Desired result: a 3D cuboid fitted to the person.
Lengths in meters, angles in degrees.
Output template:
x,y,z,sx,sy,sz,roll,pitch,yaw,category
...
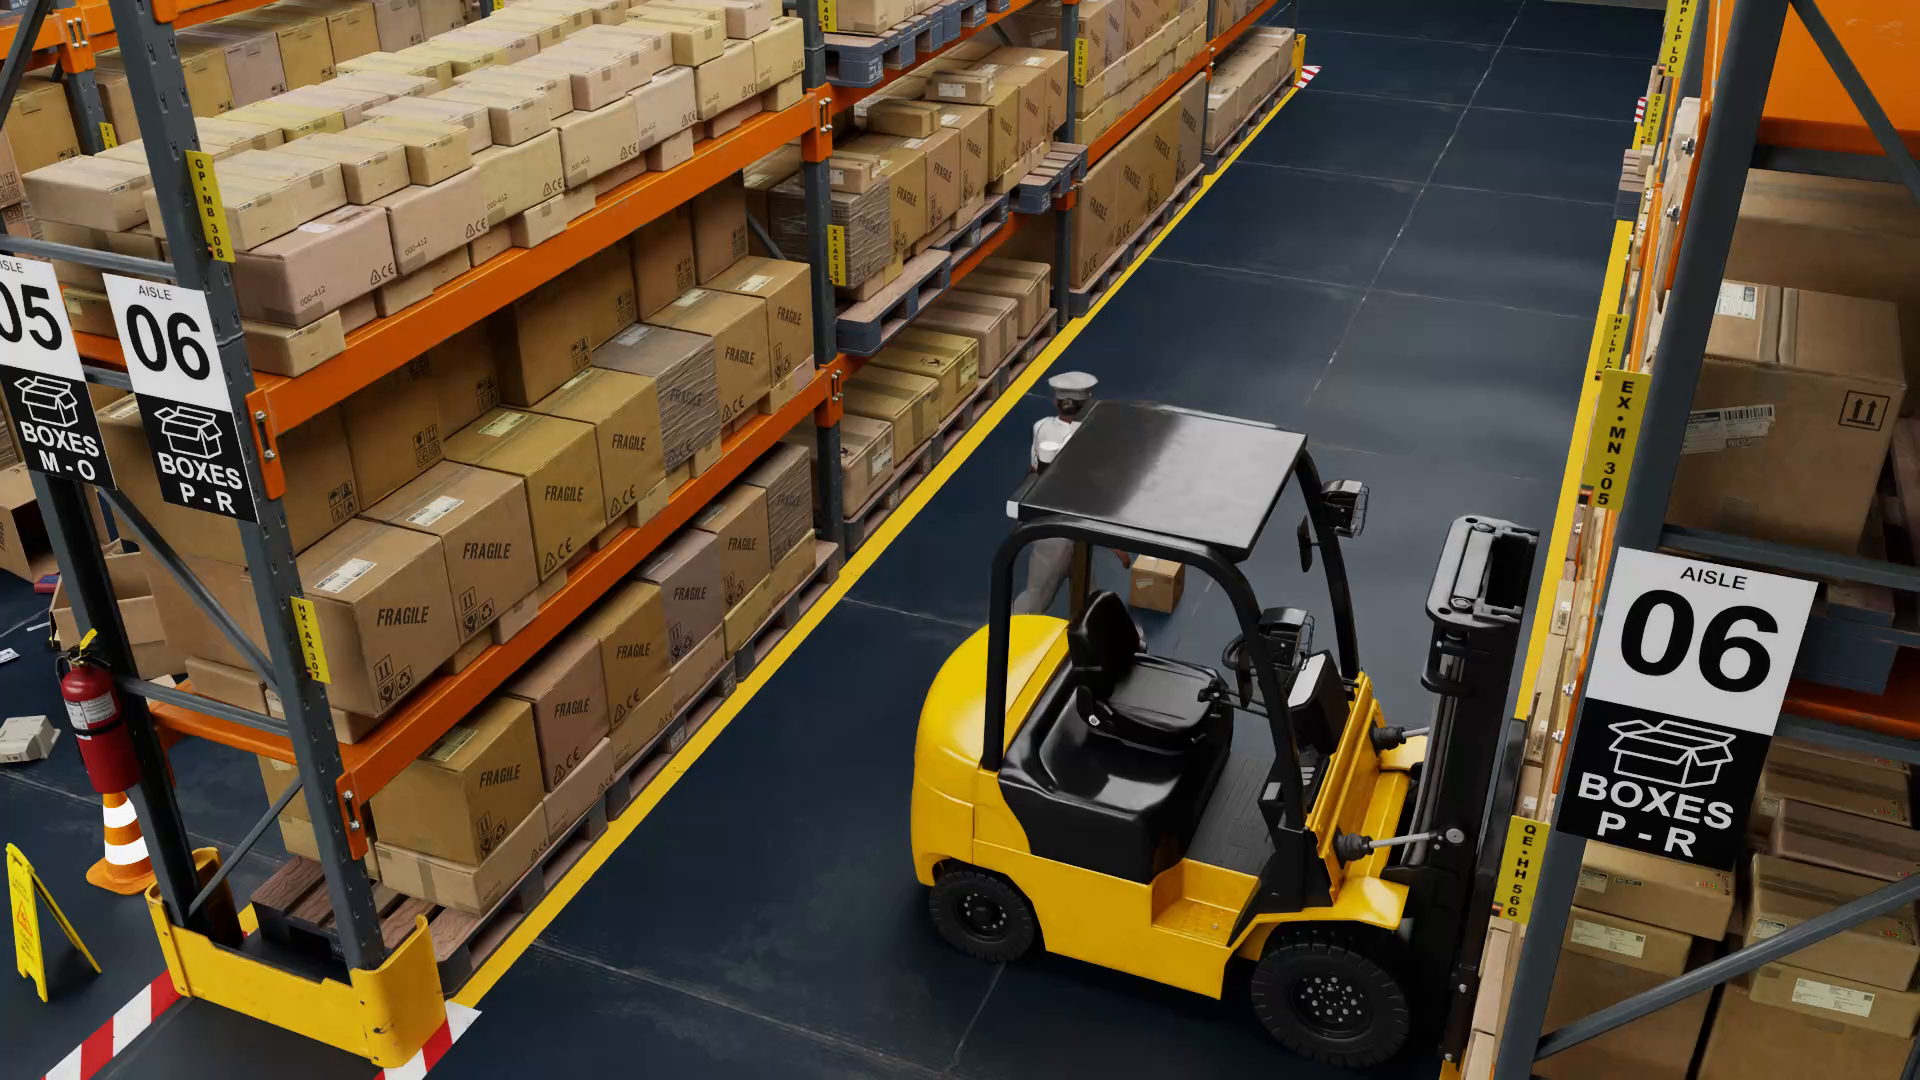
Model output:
x,y,z,sx,sy,sz,roll,pitch,yaw,category
0.587,-0.054,8.472,0.880,1.608,0.544,-7,30,-11,person
